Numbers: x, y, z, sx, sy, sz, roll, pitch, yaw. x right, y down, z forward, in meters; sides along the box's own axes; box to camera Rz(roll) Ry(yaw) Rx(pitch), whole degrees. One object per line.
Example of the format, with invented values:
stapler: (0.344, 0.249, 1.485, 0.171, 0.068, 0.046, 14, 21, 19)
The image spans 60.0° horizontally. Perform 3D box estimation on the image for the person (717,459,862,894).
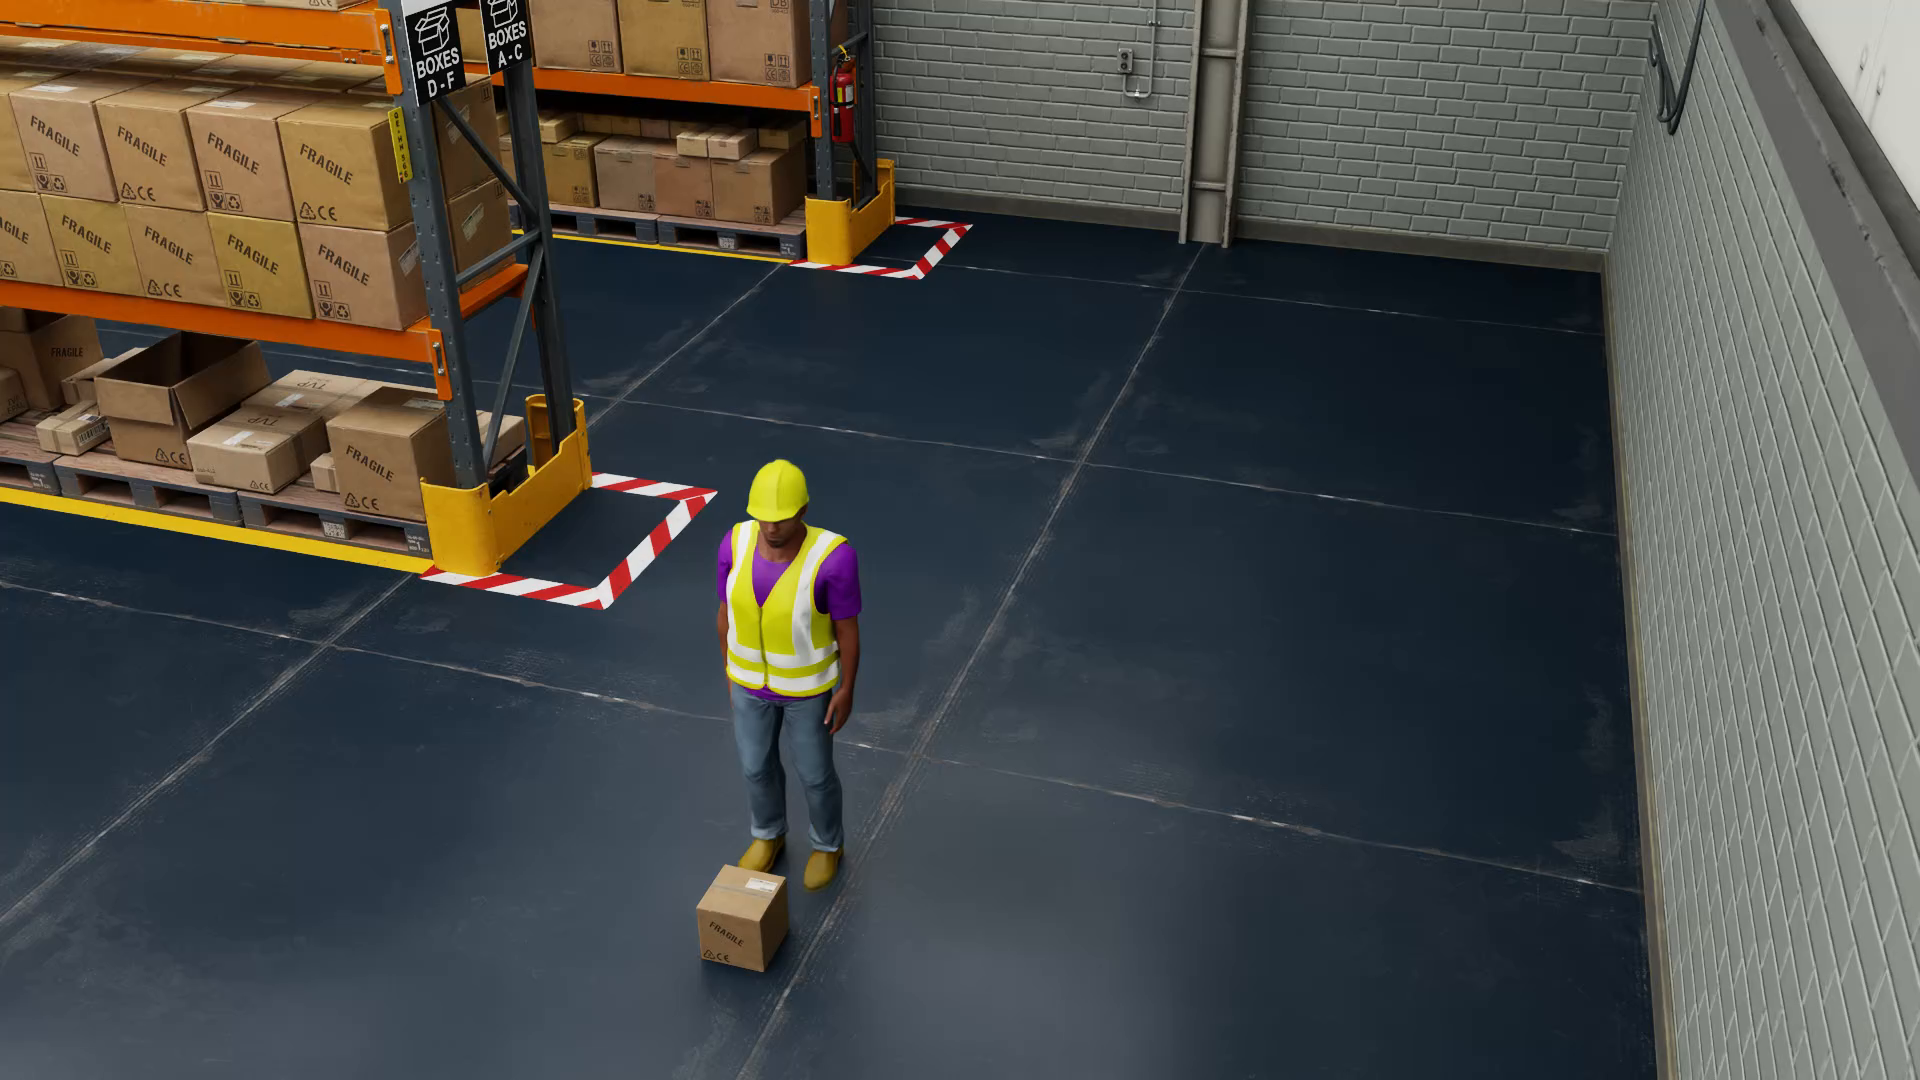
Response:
person: (-0.640, 0.517, 6.187, 0.565, 1.773, 0.369, 9, 30, 16)
